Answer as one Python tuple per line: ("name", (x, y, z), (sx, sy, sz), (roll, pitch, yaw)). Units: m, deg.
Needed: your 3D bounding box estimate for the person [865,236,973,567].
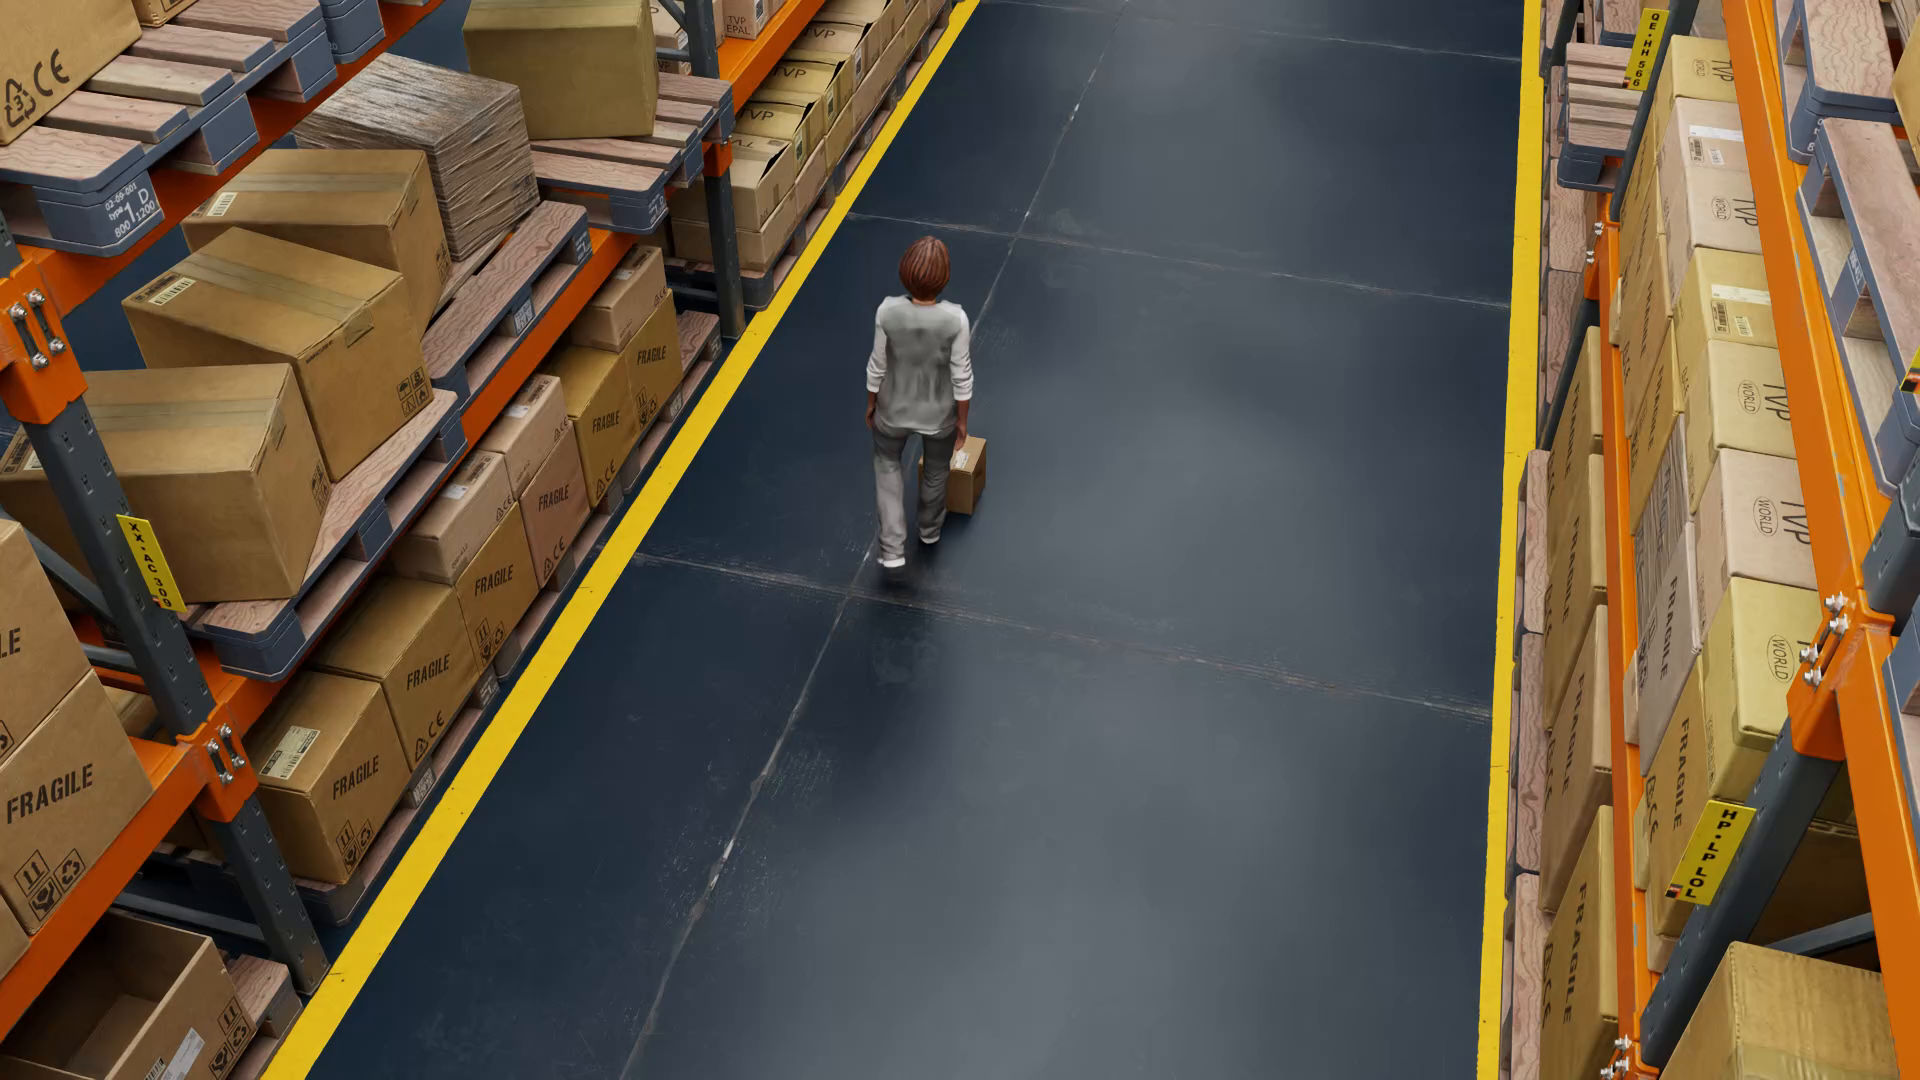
("person", (-0.162, -0.538, 6.760), (0.445, 1.554, 0.612), (3, 42, 3))
